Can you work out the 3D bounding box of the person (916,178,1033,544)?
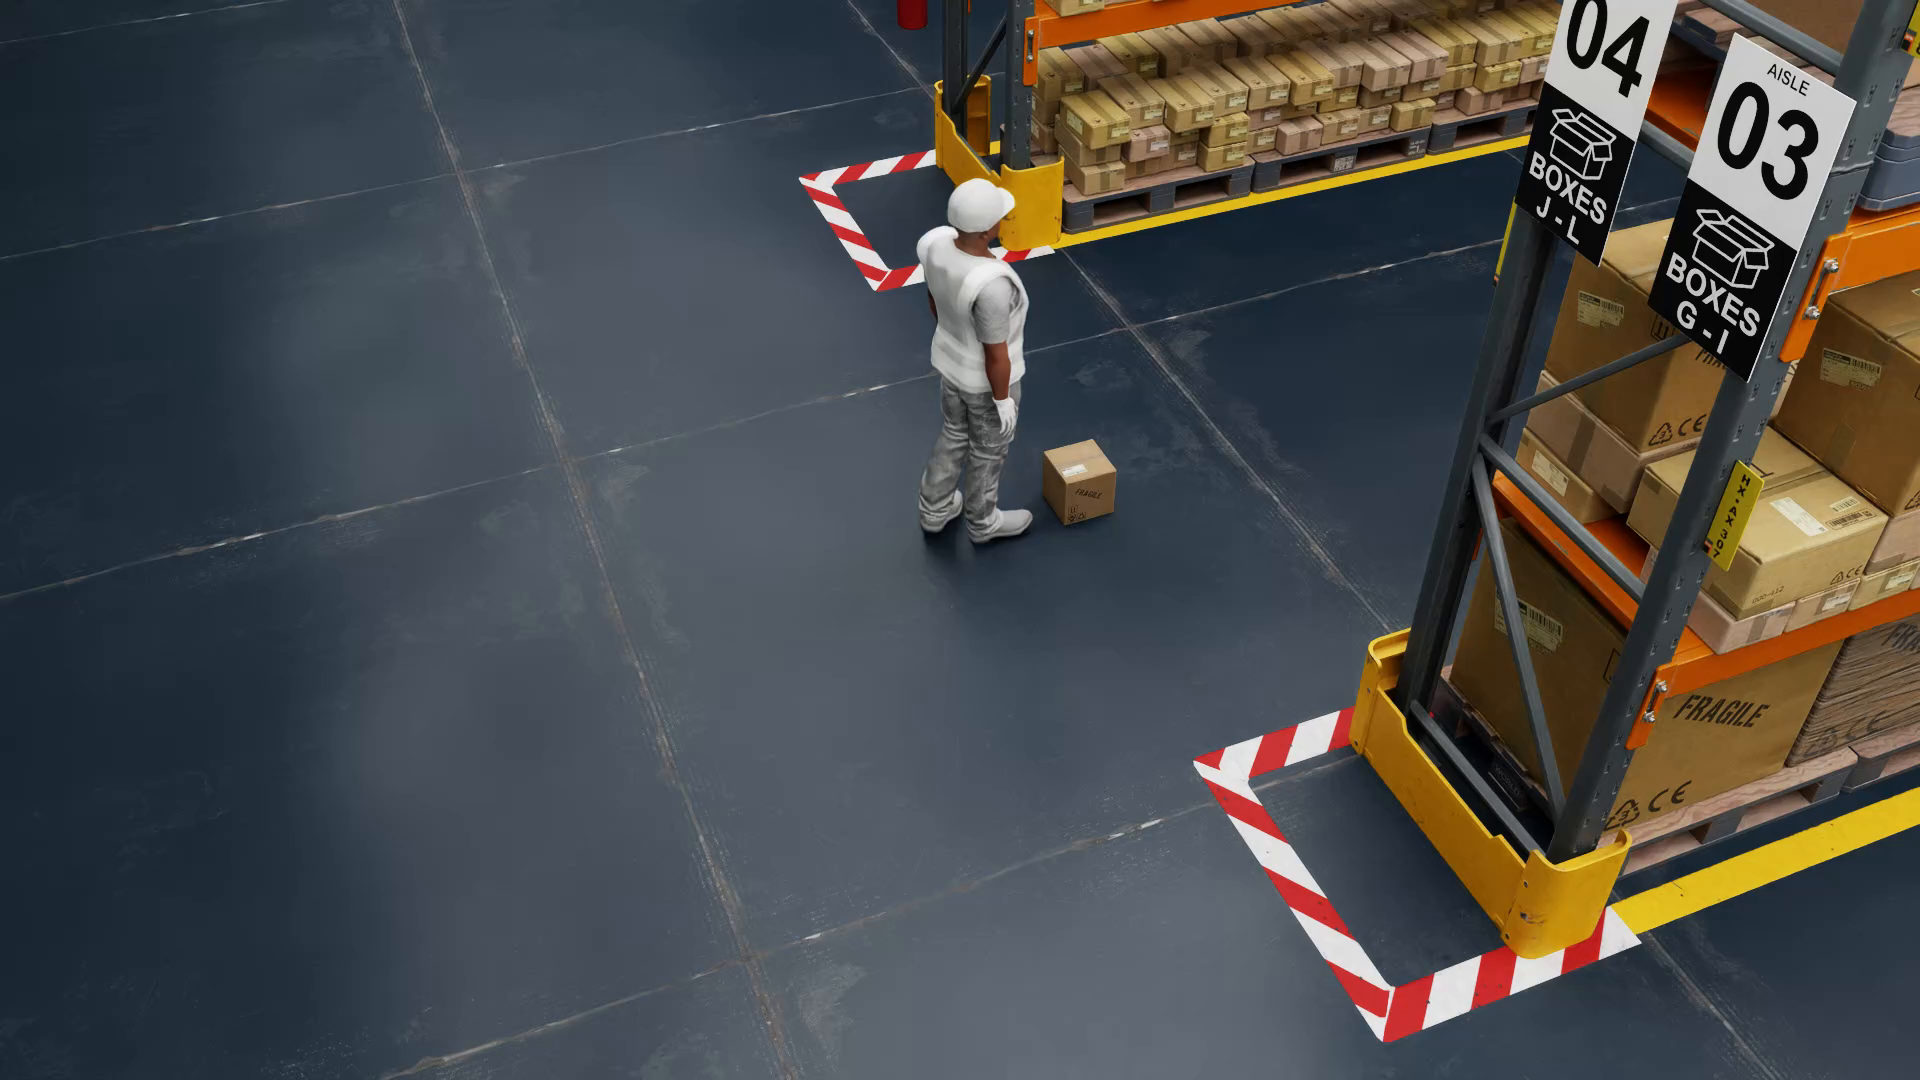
[{"bbox_3d":[0.073,-0.721,6.946,0.462,1.790,0.596,-23,46,-24],"label":"person"}]
